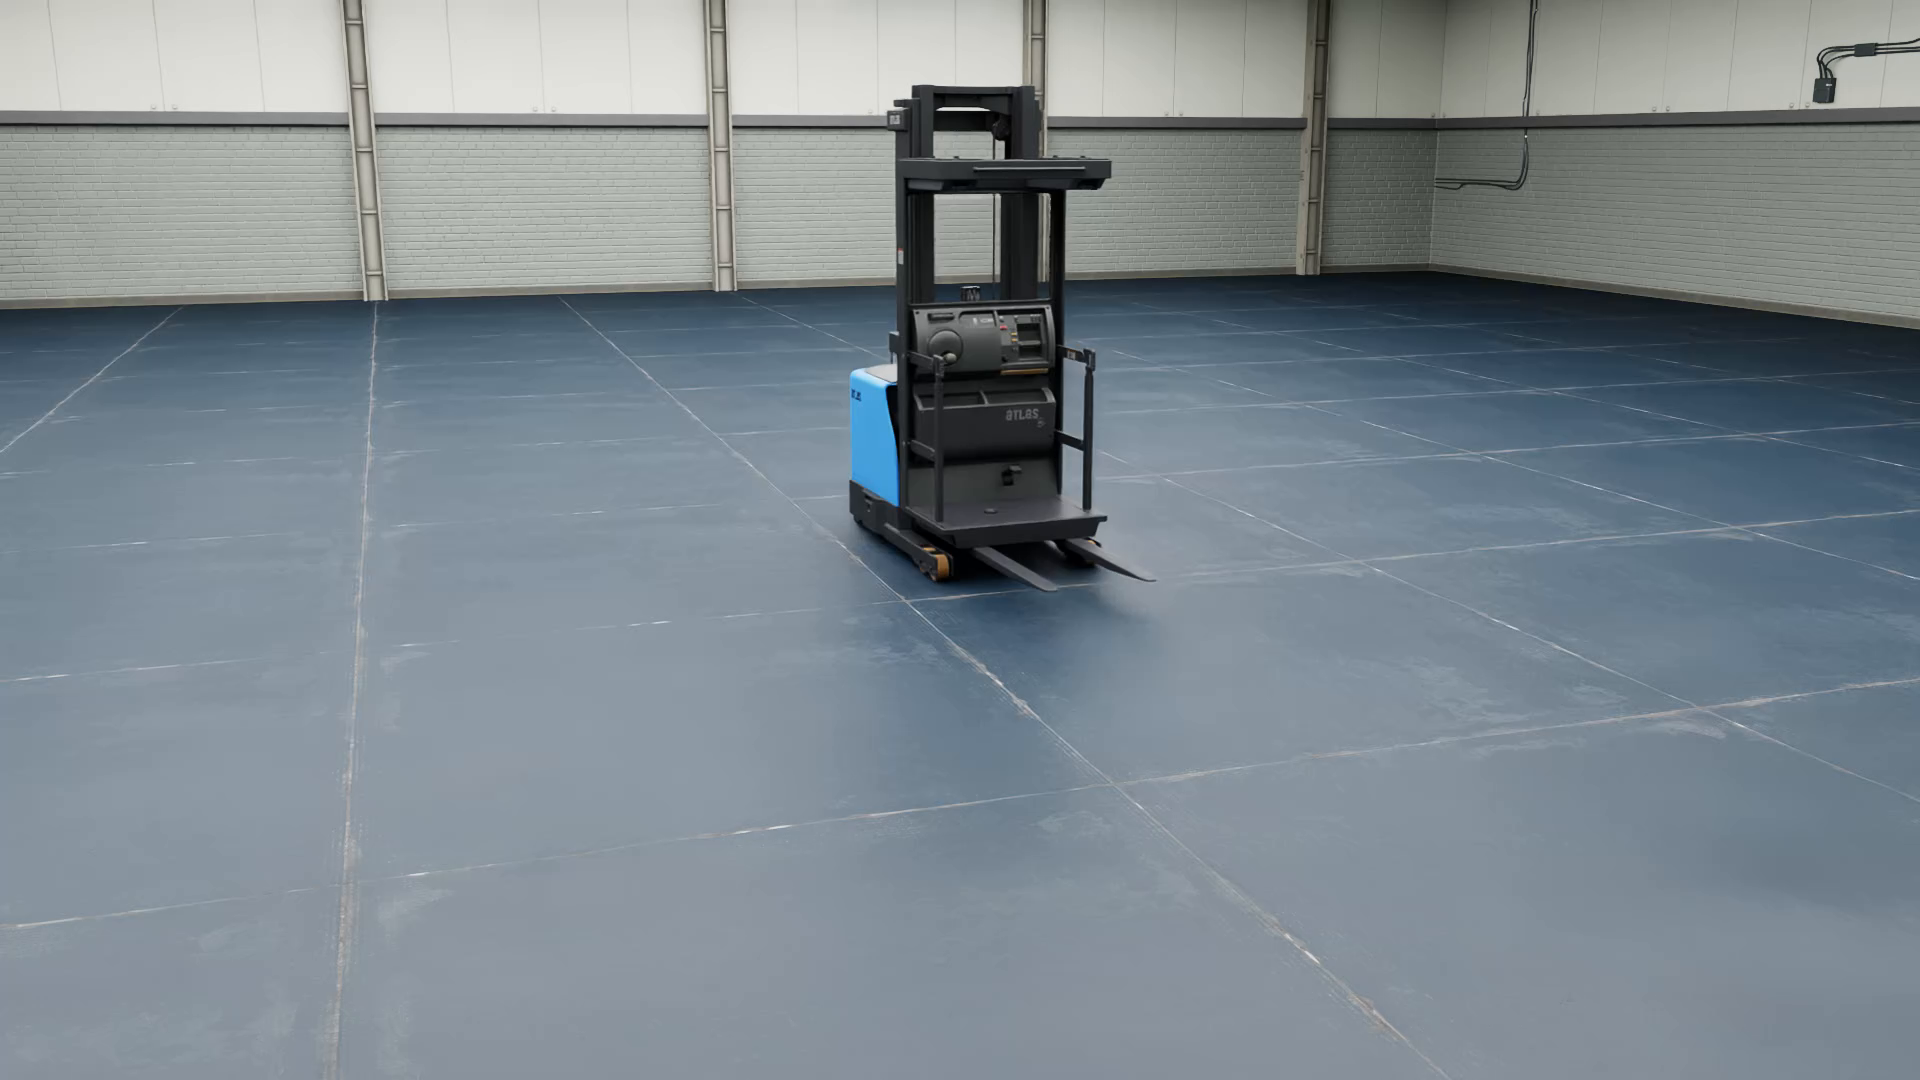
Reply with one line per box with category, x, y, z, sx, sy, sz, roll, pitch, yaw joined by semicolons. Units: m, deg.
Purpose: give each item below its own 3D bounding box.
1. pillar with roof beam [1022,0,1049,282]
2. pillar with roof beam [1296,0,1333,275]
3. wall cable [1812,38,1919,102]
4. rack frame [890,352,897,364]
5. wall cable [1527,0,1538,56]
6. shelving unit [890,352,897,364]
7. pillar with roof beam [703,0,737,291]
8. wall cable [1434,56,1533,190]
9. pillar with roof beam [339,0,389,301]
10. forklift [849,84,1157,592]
pillar with roof beam;2.784;-8.420;27.093;0.400;9.000;9.100;-4;14;-18
pillar with roof beam;8.471;-8.862;28.955;0.400;9.000;9.100;-4;14;-18
wall cable;13.324;-9.305;23.467;0.169;6.003;2.305;-4;14;-18
rack frame;-0.447;-0.794;11.888;0.006;1.200;0.240;-6;14;-22
wall cable;11.174;-10.087;29.900;0.112;2.526;3.097;-4;14;-18
shelving unit;-0.363;-0.802;11.923;0.189;1.200;0.258;-6;14;-22
pillar with roof beam;-2.903;-7.977;25.231;0.400;9.000;9.100;-4;14;-18
wall cable;10.312;-8.223;32.978;0.112;2.526;3.097;-4;14;-18
pillar with roof beam;-8.589;-7.534;23.370;0.400;9.000;9.100;-4;14;-18
forklift;0.236;-1.286;10.217;1.130;2.935;3.031;-5;14;-21
